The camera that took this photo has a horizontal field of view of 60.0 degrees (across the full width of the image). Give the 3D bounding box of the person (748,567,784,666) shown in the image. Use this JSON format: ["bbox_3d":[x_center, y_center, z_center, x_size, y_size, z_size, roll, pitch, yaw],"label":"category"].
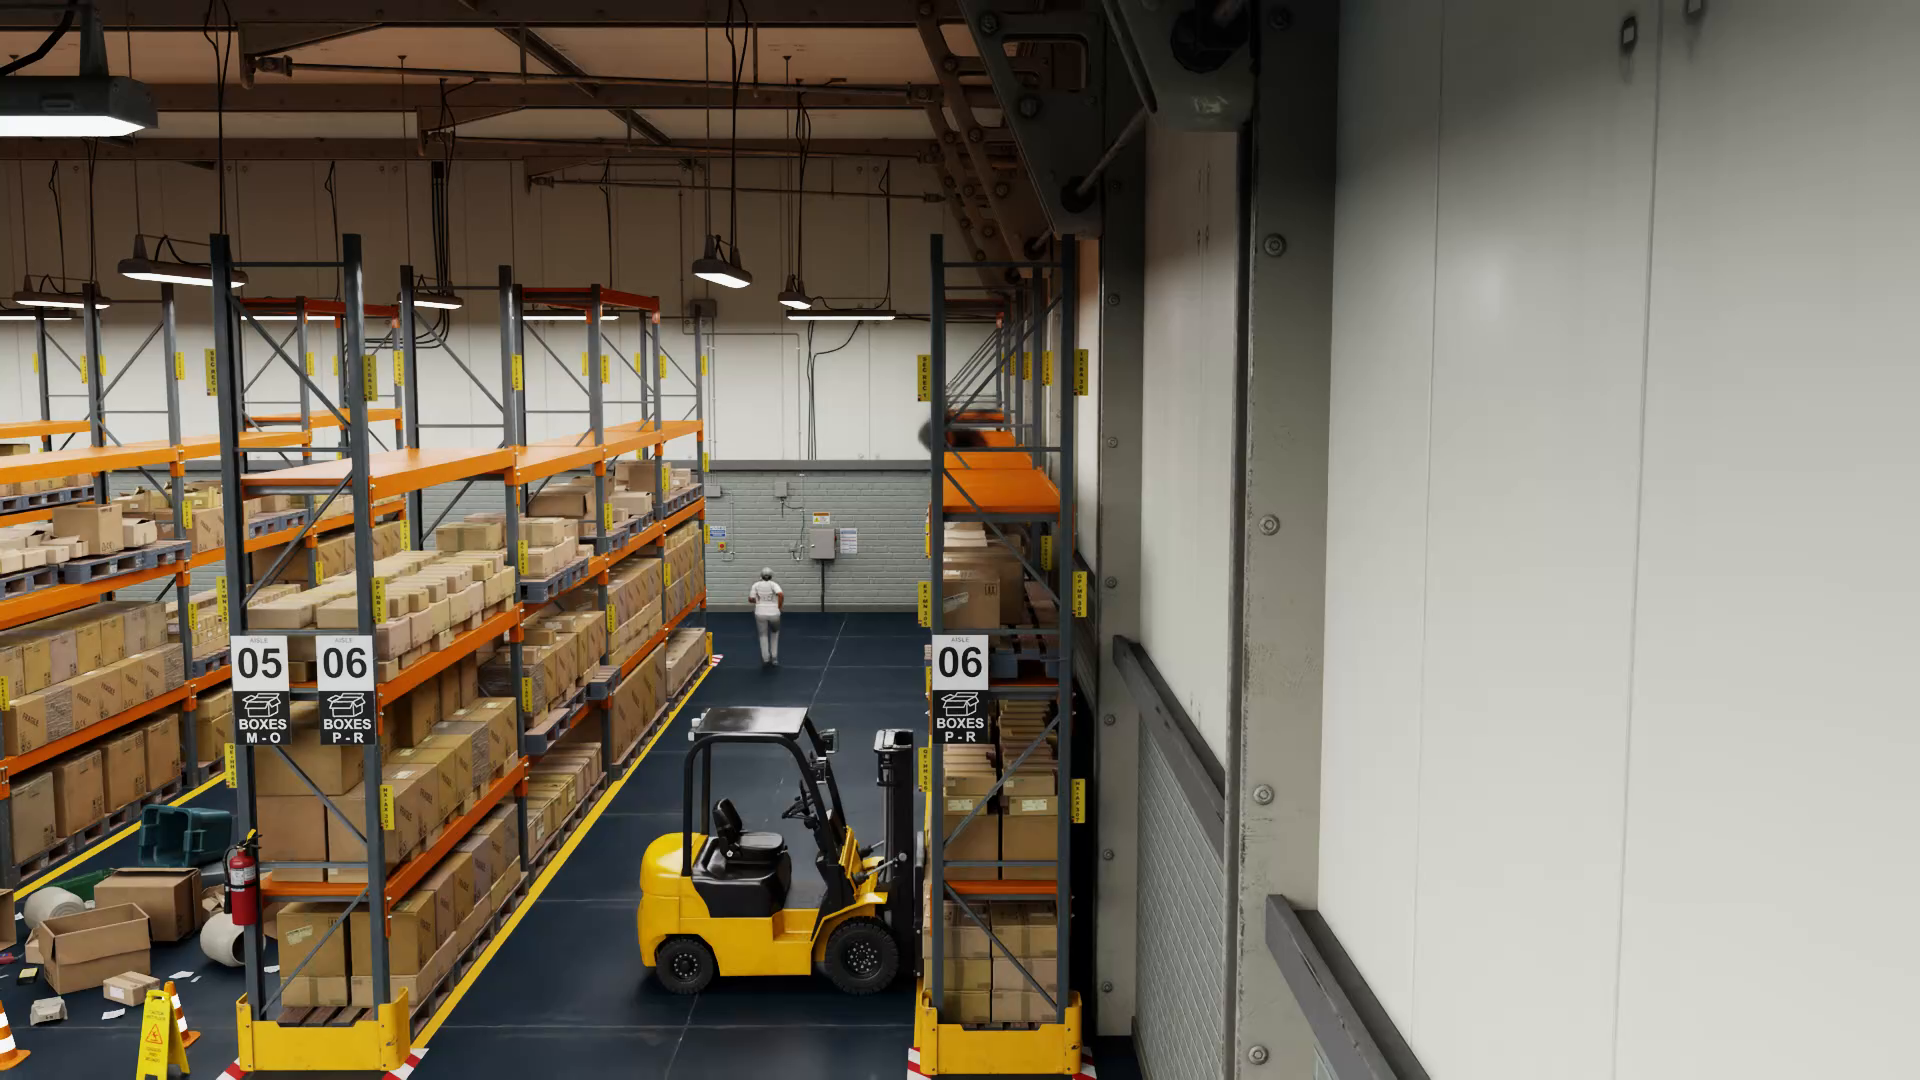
[{"bbox_3d":[-3.207,1.325,27.542,0.577,1.724,0.855,-1,6,-9],"label":"person"}]
